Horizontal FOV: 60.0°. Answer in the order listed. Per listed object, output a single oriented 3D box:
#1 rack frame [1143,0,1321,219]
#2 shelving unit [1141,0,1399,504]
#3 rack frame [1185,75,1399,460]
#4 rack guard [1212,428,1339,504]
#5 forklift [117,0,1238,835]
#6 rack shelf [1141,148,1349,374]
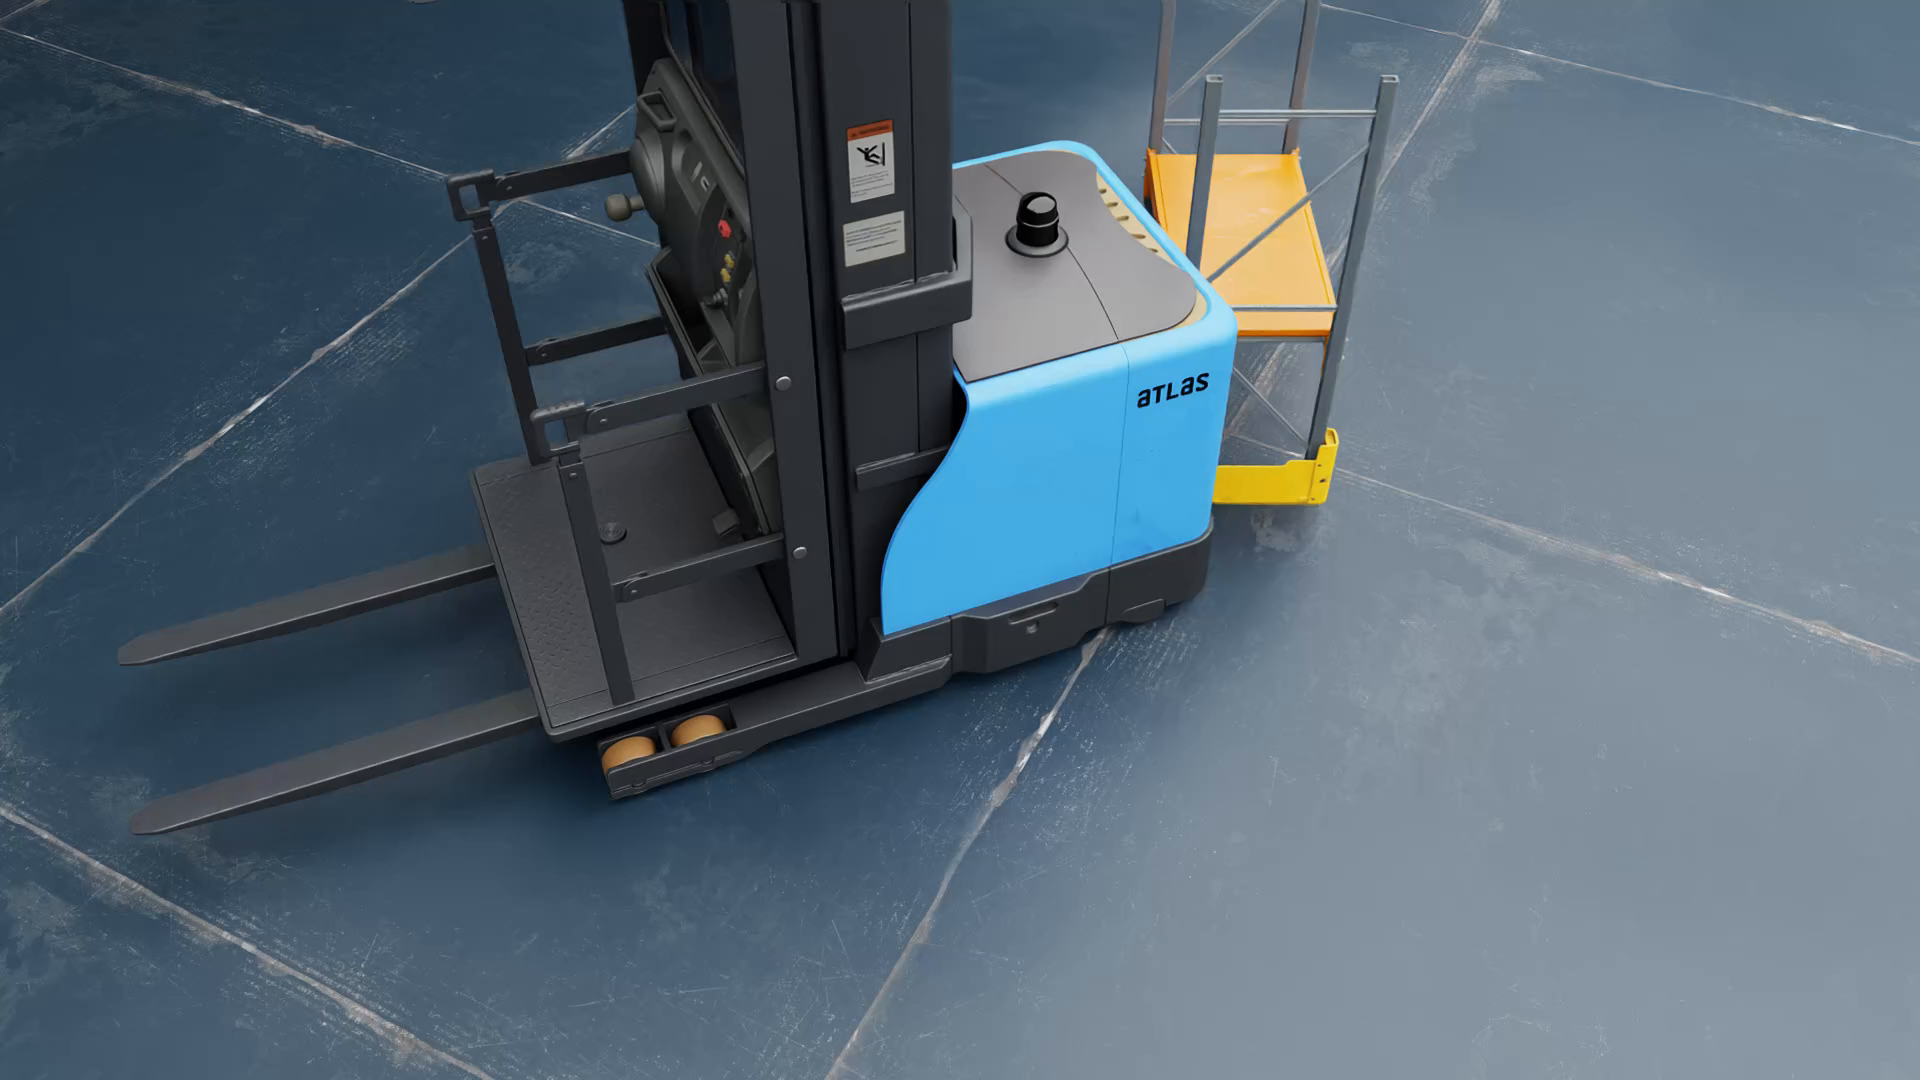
[{"bbox_3d":[0.890,-1.398,5.577,0.500,1.500,0.032,0,45,0],"label":"rack frame"},{"bbox_3d":[0.891,-1.030,5.213,0.587,1.500,1.083,0,45,0],"label":"shelving unit"},{"bbox_3d":[0.891,-0.675,4.862,0.500,1.500,0.032,0,45,0],"label":"rack frame"},{"bbox_3d":[0.891,-0.236,5.308,0.587,0.250,0.087,0,45,0],"label":"rack guard"},{"bbox_3d":[-0.823,-0.762,3.942,3.031,2.935,1.130,-16,48,-16],"label":"forklift"},{"bbox_3d":[0.891,-0.910,5.347,0.538,0.185,1.000,0,45,0],"label":"rack shelf"}]
